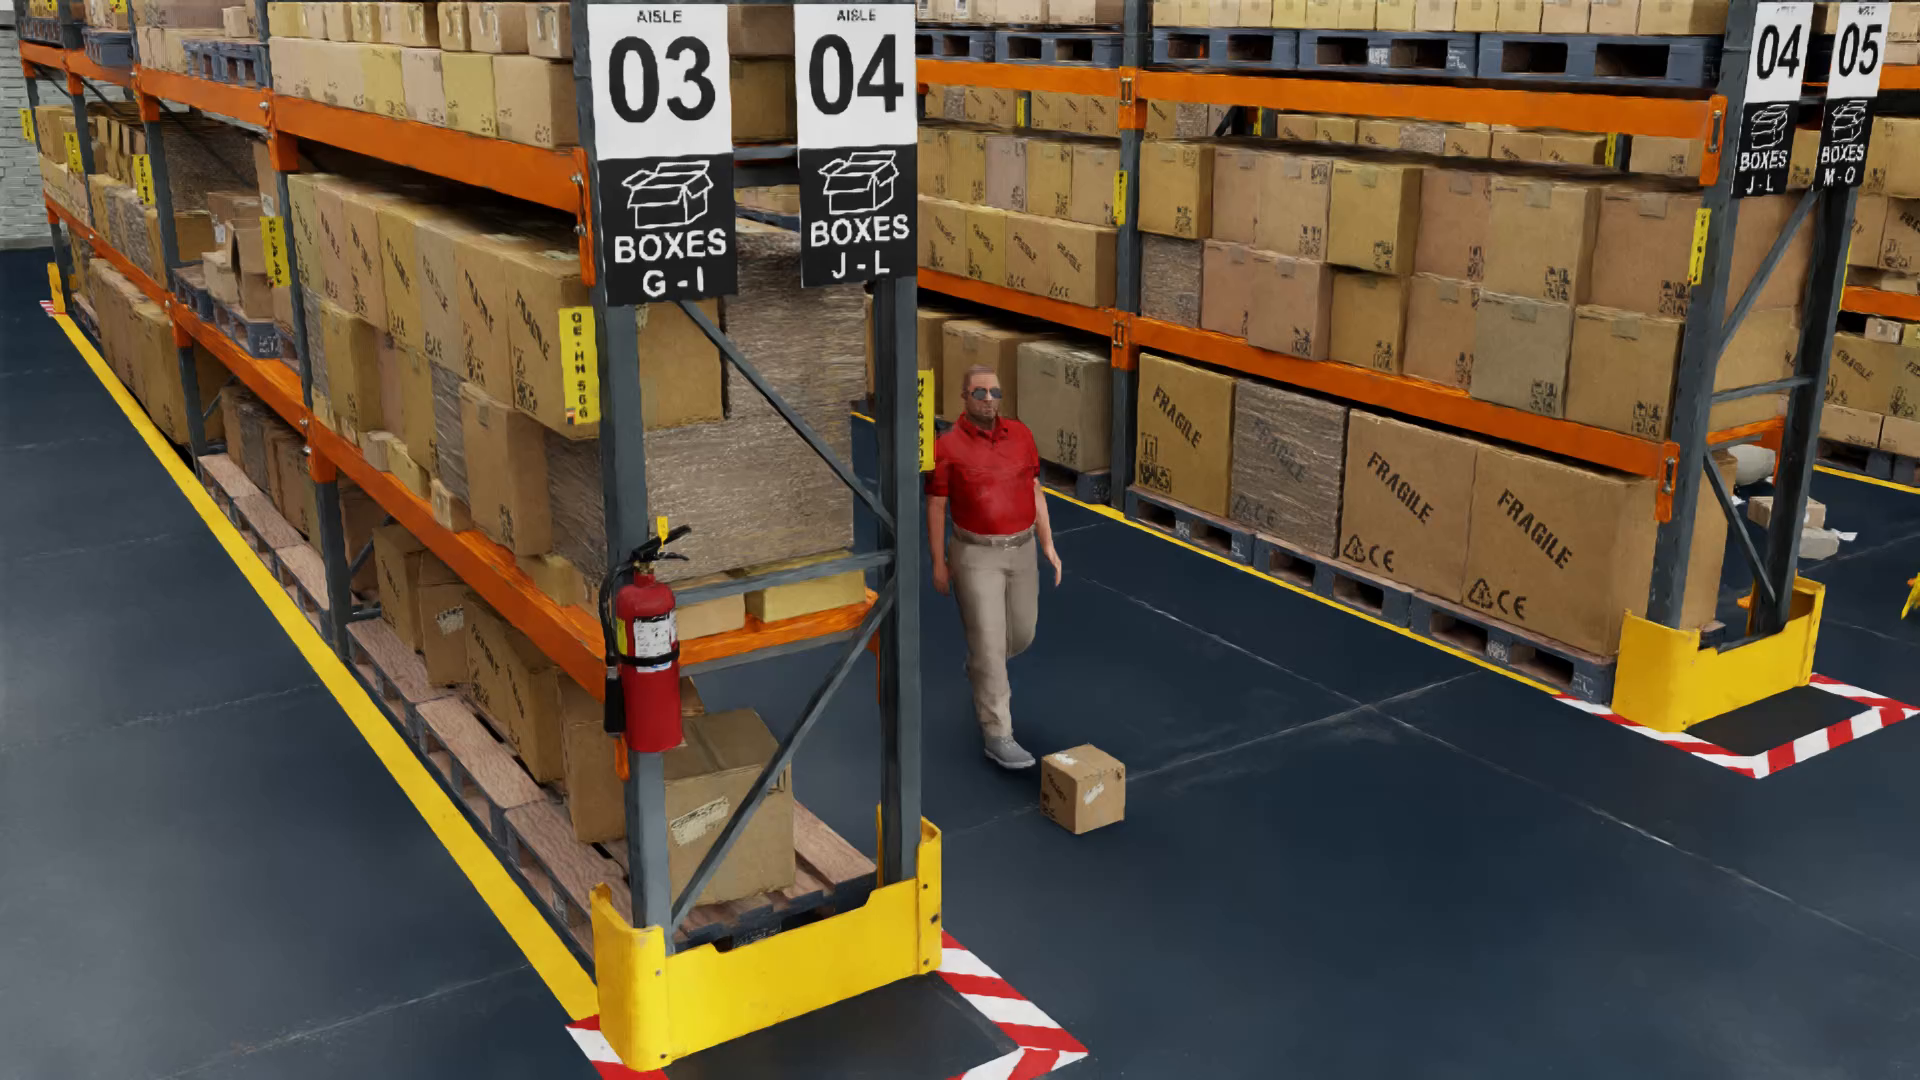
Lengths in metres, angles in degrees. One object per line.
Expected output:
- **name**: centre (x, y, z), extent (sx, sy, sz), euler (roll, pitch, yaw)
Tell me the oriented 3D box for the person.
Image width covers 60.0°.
- **person**: centre (0.171, 0.081, 7.333), extent (0.534, 1.690, 0.898), euler (-11, 21, -31)
